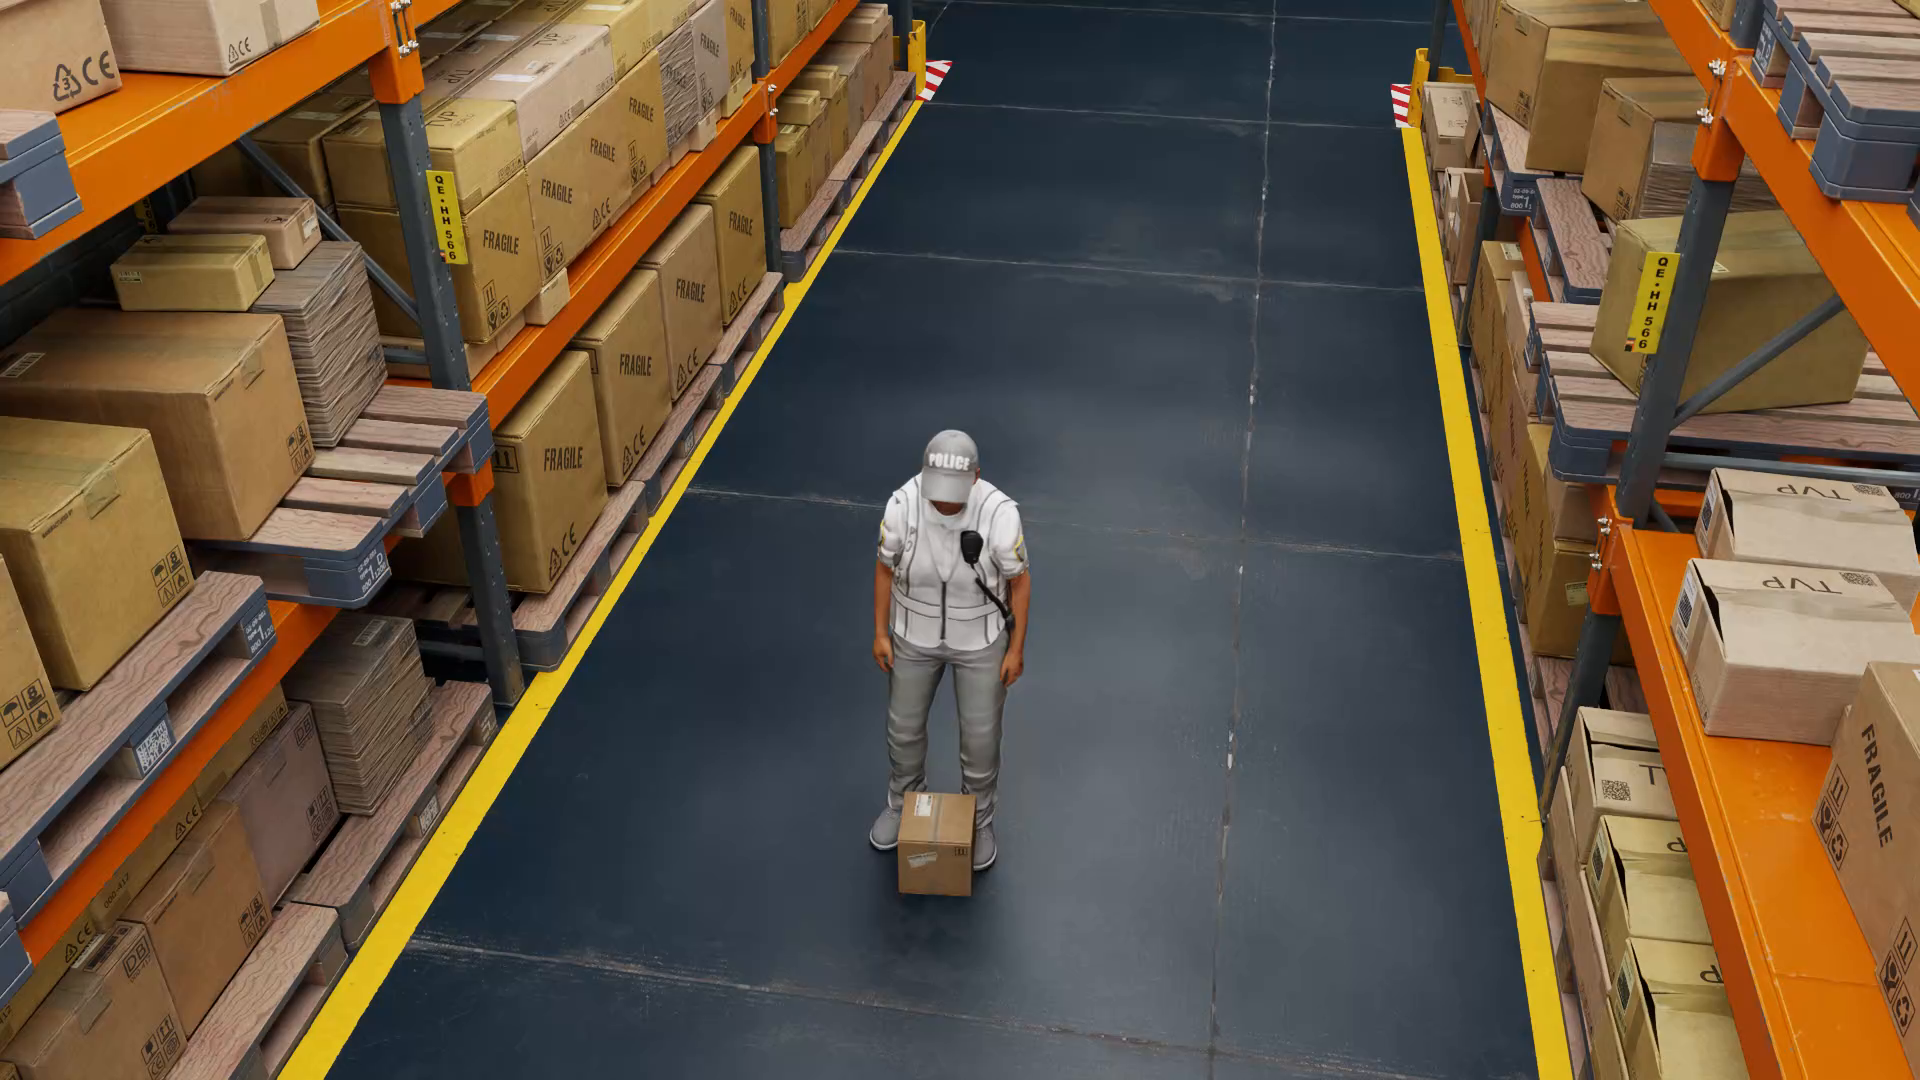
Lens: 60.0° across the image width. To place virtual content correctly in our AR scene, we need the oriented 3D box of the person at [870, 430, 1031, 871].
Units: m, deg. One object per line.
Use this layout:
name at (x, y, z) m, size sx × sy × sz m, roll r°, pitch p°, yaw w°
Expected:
person at (-0.042, 0.345, 5.591) m, size 0.539 × 1.667 × 0.466 m, roll 5°, pitch 33°, yaw 8°
